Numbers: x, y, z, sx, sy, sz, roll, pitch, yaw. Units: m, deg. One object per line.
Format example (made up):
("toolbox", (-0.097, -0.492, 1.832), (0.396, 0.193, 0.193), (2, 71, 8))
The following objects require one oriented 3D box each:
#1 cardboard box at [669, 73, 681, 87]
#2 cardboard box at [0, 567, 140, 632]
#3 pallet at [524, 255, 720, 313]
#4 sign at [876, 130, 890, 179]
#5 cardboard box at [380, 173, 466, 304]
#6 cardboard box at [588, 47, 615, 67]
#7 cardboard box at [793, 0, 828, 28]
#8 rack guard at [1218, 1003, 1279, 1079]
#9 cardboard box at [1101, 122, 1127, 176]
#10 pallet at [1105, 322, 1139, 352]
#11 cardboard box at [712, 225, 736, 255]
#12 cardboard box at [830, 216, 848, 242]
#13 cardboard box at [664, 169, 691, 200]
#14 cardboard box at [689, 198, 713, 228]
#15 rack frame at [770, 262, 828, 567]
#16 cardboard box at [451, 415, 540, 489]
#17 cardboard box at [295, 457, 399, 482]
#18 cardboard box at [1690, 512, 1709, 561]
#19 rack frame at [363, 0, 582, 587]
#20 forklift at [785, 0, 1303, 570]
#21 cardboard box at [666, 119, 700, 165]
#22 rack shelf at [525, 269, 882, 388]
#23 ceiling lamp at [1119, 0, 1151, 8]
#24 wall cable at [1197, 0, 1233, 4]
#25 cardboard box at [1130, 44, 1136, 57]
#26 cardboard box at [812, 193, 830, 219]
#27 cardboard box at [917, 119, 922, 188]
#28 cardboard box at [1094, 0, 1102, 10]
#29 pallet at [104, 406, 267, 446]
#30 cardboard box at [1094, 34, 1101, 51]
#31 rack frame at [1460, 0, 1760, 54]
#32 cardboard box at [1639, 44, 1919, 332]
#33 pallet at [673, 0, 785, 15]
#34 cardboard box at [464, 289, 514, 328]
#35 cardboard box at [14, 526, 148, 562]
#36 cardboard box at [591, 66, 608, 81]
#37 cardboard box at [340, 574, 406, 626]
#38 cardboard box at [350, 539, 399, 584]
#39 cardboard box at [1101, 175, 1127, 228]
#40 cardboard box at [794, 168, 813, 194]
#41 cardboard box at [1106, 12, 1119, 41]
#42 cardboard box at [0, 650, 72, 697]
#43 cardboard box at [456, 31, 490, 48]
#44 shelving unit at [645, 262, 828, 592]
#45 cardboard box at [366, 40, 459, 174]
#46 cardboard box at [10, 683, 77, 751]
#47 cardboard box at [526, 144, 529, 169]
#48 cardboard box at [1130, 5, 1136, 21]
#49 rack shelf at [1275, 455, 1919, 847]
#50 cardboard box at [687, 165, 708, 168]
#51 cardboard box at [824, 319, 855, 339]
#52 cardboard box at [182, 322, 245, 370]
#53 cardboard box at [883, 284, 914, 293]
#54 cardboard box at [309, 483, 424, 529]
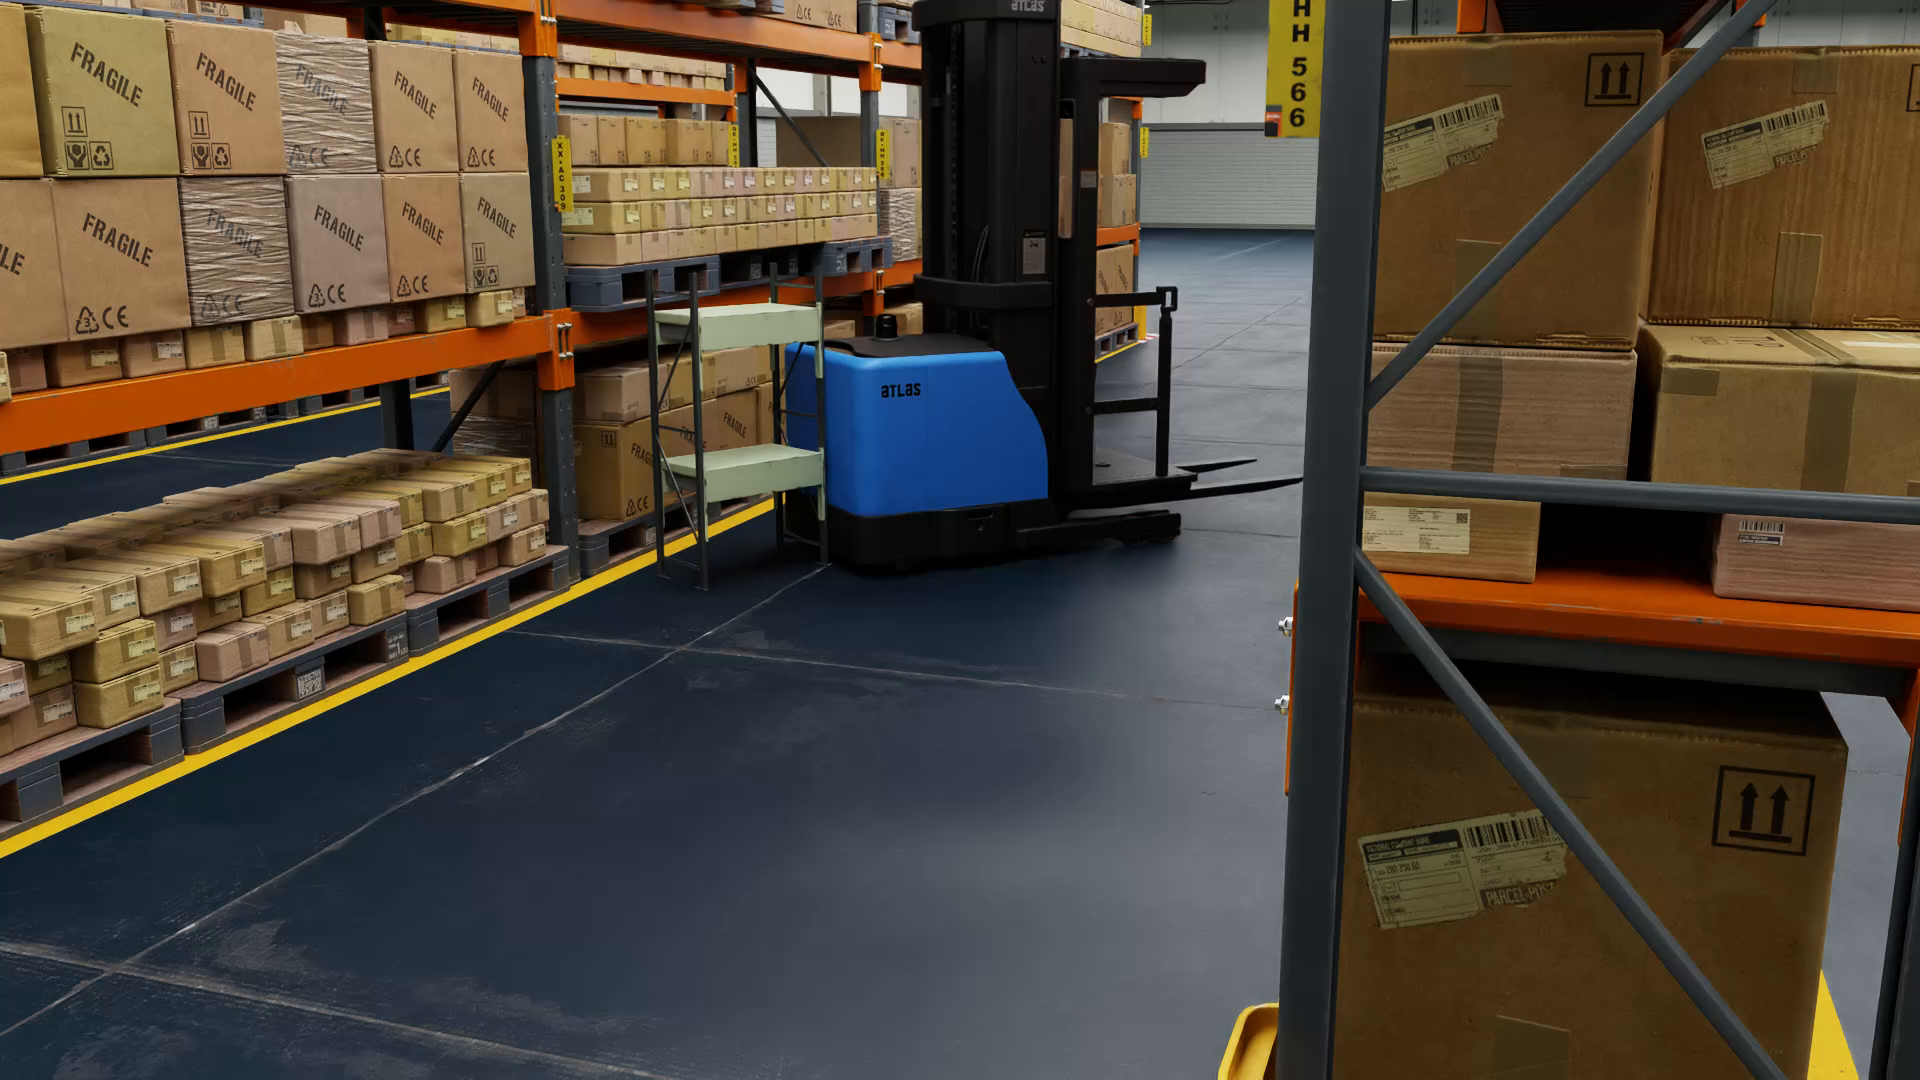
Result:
("cardboard box", (-3.368, -5.175, 18.742), (0.380, 0.149, 0.250), (4, 14, 18))
("cardboard box", (-2.959, 0.202, 5.488), (0.380, 0.149, 0.250), (4, 13, 16))
("pallet", (-1.950, -1.338, 8.539), (1.003, 0.211, 1.213), (4, 14, 18))
("sign", (-0.525, -2.612, 11.266), (0.100, 0.325, 0.005), (4, 14, 18))
("cardboard box", (-2.394, -1.243, 6.800), (0.500, 0.500, 0.500), (4, 13, 17))
("cardboard box", (-3.904, -5.017, 17.155), (0.500, 0.250, 0.500), (4, 14, 18))
("cardboard box", (-1.135, -3.389, 10.131), (0.500, 0.500, 0.500), (4, 14, 18))
("rack guard", (1.023, 1.164, 2.767), (1.175, 0.500, 0.348), (4, 14, 18))
("cardboard box", (1.300, -4.209, 17.925), (0.875, 0.550, 0.550), (4, 14, 18))
("pallet", (1.363, -2.274, 18.476), (1.003, 0.211, 1.213), (4, 14, 18))
("cardboard box", (-1.440, -1.630, 9.011), (0.380, 0.149, 0.250), (4, 13, 16))
("cardboard box", (-0.931, -1.962, 10.464), (0.380, 0.149, 0.250), (5, 14, 19))
("cardboard box", (-1.603, -1.816, 8.487), (0.380, 0.149, 0.250), (4, 14, 19))
("cardboard box", (-1.524, -1.722, 8.743), (0.380, 0.149, 0.250), (4, 13, 16))
("rack frame", (-0.812, -0.631, 8.381), (0.023, 1.500, 0.400), (-12, 17, -42))
("cardboard box", (-2.334, -0.441, 8.852), (0.500, 0.500, 0.500), (4, 13, 17))
("cardboard box", (-2.788, -0.274, 7.575), (0.380, 0.149, 0.250), (5, 14, 21))
("cardboard box", (1.540, -0.043, 2.999), (0.380, 0.149, 0.250), (4, 13, 18))
("rack frame", (-2.335, -1.281, 7.859), (1.000, 3.000, 0.127), (4, 14, 18))
("forklift", (0.611, -1.490, 8.929), (3.031, 2.935, 1.130), (-7, 14, -27))
("cardboard box", (-3.366, -4.480, 18.734), (0.700, 0.500, 0.500), (4, 14, 18))
("rack shelf", (-1.688, -1.351, 9.784), (1.077, 0.370, 4.000), (4, 14, 18))
("ceiling lamp", (4.005, -15.349, 42.896), (2.000, 3.185, 0.800), (4, 14, 18))
("wall cable", (8.454, -16.932, 48.356), (3.097, 2.526, 0.112), (4, 14, 18))
("cardboard box", (1.678, -5.253, 17.919), (0.380, 0.149, 0.250), (4, 14, 19))
("cardboard box", (-1.019, -2.049, 10.176), (0.380, 0.149, 0.250), (4, 14, 19))
("cardboard box", (-0.560, -2.968, 12.778), (0.700, 0.500, 0.500), (4, 13, 18))
("cardboard box", (1.185, -5.320, 16.418), (0.380, 0.149, 0.250), (4, 14, 18))
("pallet", (-6.084, -0.938, 12.624), (1.003, 0.211, 1.213), (4, 14, 18))
("cardboard box", (1.185, -4.931, 16.507), (0.380, 0.149, 0.250), (5, 14, 19))
("rack frame", (2.325, -0.902, 6.201), (1.000, 3.000, 0.127), (4, 14, 18))
("cardboard box", (1.603, -0.685, 3.230), (0.500, 0.500, 0.500), (4, 13, 17))
("pallet", (-1.702, -2.993, 9.039), (1.213, 0.211, 1.003), (4, 14, 18))
("cardboard box", (-2.187, -1.019, 7.277), (0.380, 0.149, 0.250), (4, 13, 17))
("cardboard box", (-3.231, 0.056, 6.126), (0.380, 0.149, 0.250), (4, 13, 17))
("cardboard box", (-3.899, -4.849, 17.317), (0.380, 0.149, 0.250), (5, 14, 20))
("cardboard box", (-2.475, 0.229, 6.705), (0.380, 0.149, 0.250), (4, 14, 18))
("cardboard box", (-2.520, 0.065, 6.757), (0.380, 0.149, 0.250), (5, 14, 20))
("cardboard box", (1.313, -3.682, 18.041), (0.875, 0.550, 0.550), (4, 14, 18))
("cardboard box", (-1.101, -2.144, 9.926), (0.380, 0.149, 0.250), (4, 14, 18))
("cardboard box", (1.327, -5.261, 17.057), (0.500, 0.250, 0.500), (4, 14, 18))
("cardboard box", (-3.080, 0.398, 5.297), (0.380, 0.149, 0.250), (5, 14, 19))
("cardboard box", (-4.684, -4.655, 15.293), (0.500, 0.250, 0.500), (5, 14, 19))
("shelving unit", (-1.079, -0.575, 8.137), (0.755, 1.500, 0.431), (-12, 17, -42))
("cardboard box", (-2.394, -1.734, 6.706), (0.500, 0.500, 0.500), (4, 13, 17))
("cardboard box", (-3.076, 0.545, 5.320), (0.380, 0.149, 0.250), (5, 14, 19))
("cardboard box", (-4.396, -3.585, 16.117), (0.500, 0.500, 0.500), (4, 13, 17))
("cardboard box", (1.677, -5.642, 17.828), (0.380, 0.149, 0.250), (4, 14, 19))
("rack shelf", (1.678, -0.131, 4.436), (1.077, 0.370, 4.000), (4, 14, 18))
("cardboard box", (-3.250, -4.097, 19.304), (0.500, 0.500, 0.500), (4, 14, 19))
("cardboard box", (-1.014, -1.312, 10.983), (0.500, 0.250, 0.500), (4, 13, 17))
("cardboard box", (-2.758, -0.693, 5.847), (0.380, 0.149, 0.250), (5, 14, 20))
("cardboard box", (-0.178, -1.733, 13.952), (1.050, 0.750, 0.750), (4, 14, 18))
("cardboard box", (-2.481, -0.133, 6.958), (0.380, 0.149, 0.250), (5, 14, 20))
